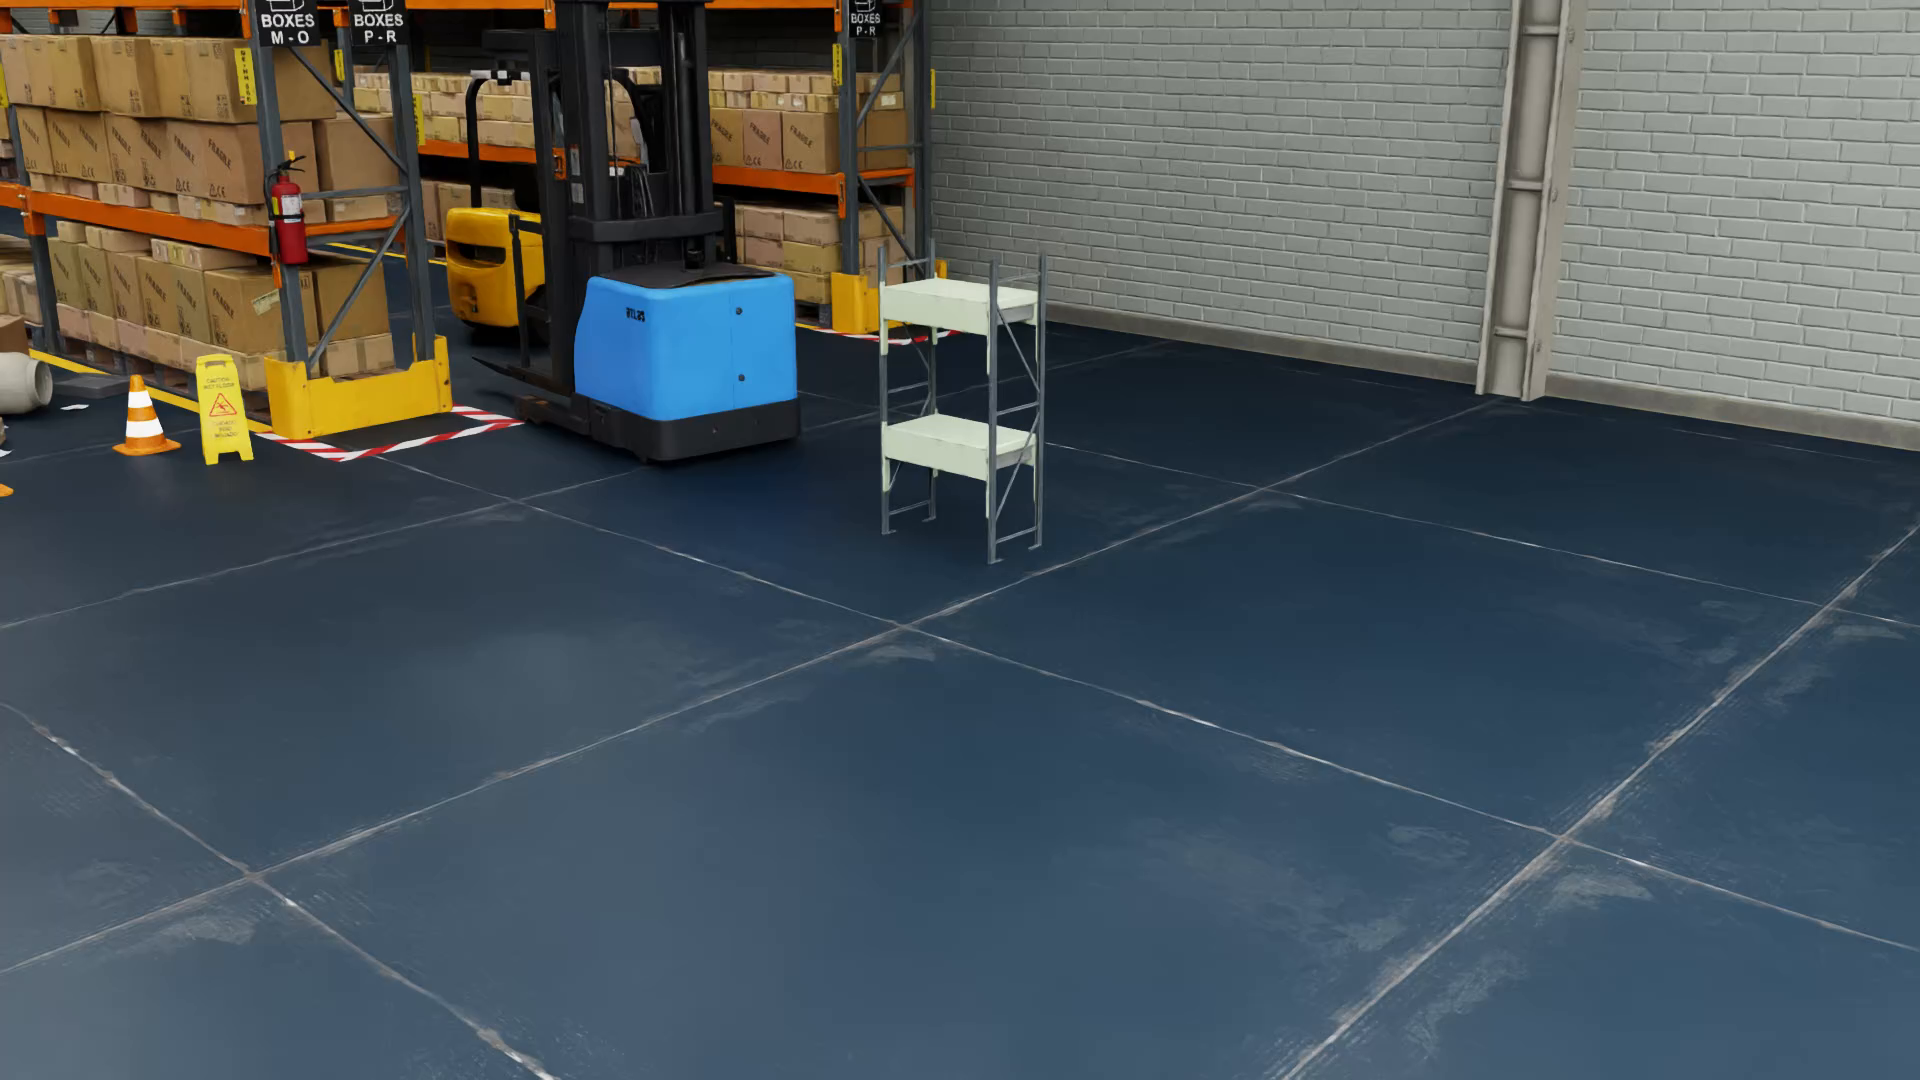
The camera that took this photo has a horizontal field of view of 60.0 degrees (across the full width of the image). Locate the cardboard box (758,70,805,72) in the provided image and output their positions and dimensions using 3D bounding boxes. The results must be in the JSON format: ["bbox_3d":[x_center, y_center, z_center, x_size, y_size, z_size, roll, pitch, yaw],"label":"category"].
[{"bbox_3d":[-1.635,-4.235,15.269,0.250,0.149,0.380,14,23,38],"label":"cardboard box"}]

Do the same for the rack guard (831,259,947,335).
[{"bbox_3d":[-0.608,-2.139,14.526,0.348,0.500,1.175,15,23,39],"label":"rack guard"}]

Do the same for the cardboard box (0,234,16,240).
[{"bbox_3d":[-9.485,-2.650,15.653,0.625,0.372,0.950,13,22,36],"label":"cardboard box"}]

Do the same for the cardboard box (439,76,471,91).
[{"bbox_3d":[-5.336,-4.881,17.795,0.250,0.149,0.380,15,23,39],"label":"cardboard box"}]

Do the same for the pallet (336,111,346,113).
[{"bbox_3d":[-7.163,-4.971,19.632,1.003,0.211,1.213,15,23,39],"label":"pallet"}]

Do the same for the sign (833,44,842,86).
[{"bbox_3d":[-0.996,-3.880,13.574,0.005,0.325,0.100,15,23,39],"label":"sign"}]

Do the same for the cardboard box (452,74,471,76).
[{"bbox_3d":[-5.435,-5.083,18.430,0.250,0.149,0.380,15,23,39],"label":"cardboard box"}]

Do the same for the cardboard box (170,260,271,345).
[{"bbox_3d":[-5.083,-1.665,11.510,0.500,0.500,0.500,16,24,41],"label":"cardboard box"}]

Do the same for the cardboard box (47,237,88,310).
[{"bbox_3d":[-6.648,-2.082,12.826,0.500,0.500,0.500,16,24,42],"label":"cardboard box"}]

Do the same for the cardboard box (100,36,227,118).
[{"bbox_3d":[-5.268,-3.113,11.153,0.500,0.500,0.700,15,23,39],"label":"cardboard box"}]

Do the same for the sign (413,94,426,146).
[{"bbox_3d":[-3.558,-2.747,10.878,0.005,0.325,0.100,15,23,39],"label":"sign"}]

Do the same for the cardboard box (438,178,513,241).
[{"bbox_3d":[-5.154,-3.617,18.282,0.625,0.625,0.875,14,22,37],"label":"cardboard box"}]

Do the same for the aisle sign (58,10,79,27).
[{"bbox_3d":[-12.839,-7.734,23.727,0.004,0.787,0.394,15,23,39],"label":"aisle sign"}]

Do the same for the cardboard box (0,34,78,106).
[{"bbox_3d":[-6.724,-3.544,12.509,0.500,0.500,0.700,15,23,39],"label":"cardboard box"}]

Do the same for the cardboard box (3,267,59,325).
[{"bbox_3d":[-7.304,-2.067,13.817,0.625,0.372,0.950,15,23,40],"label":"cardboard box"}]

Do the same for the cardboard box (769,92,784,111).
[{"bbox_3d":[-1.436,-3.809,14.418,0.250,0.149,0.380,16,23,40],"label":"cardboard box"}]

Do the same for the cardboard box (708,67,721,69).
[{"bbox_3d":[-2.402,-4.439,15.911,0.250,0.149,0.380,15,23,38],"label":"cardboard box"}]

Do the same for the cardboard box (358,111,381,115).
[{"bbox_3d":[-6.440,-4.726,18.792,0.500,0.250,0.500,15,23,39],"label":"cardboard box"}]

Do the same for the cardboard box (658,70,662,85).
[{"bbox_3d":[-2.560,-4.265,15.364,0.250,0.149,0.380,15,23,39],"label":"cardboard box"}]

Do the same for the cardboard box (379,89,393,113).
[{"bbox_3d":[-6.066,-4.863,18.399,0.500,0.250,0.500,16,24,41],"label":"cardboard box"}]

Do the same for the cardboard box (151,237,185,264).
[{"bbox_3d":[-5.391,-2.033,11.598,0.250,0.149,0.380,16,24,42],"label":"cardboard box"}]

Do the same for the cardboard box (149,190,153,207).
[{"bbox_3d":[-5.470,-2.430,11.725,0.250,0.149,0.380,15,23,39],"label":"cardboard box"}]

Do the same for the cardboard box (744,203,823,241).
[{"bbox_3d":[-1.563,-2.825,14.752,0.500,0.250,0.500,16,23,40],"label":"cardboard box"}]

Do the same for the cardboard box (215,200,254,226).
[{"bbox_3d":[-4.603,-2.145,10.826,0.250,0.149,0.380,15,23,39],"label":"cardboard box"}]

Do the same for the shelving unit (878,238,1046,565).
[{"bbox_3d":[0.005,-0.714,8.381,0.755,1.500,0.431,15,23,39],"label":"shelving unit"}]

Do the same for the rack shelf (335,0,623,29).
[{"bbox_3d":[-5.114,-5.627,17.614,4.000,0.370,1.077,15,23,39],"label":"rack shelf"}]

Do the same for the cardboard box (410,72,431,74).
[{"bbox_3d":[-6.232,-5.279,19.050,0.250,0.149,0.380,16,24,41],"label":"cardboard box"}]

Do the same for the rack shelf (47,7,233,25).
[{"bbox_3d":[-11.097,-7.233,22.676,4.000,0.370,1.077,15,23,39],"label":"rack shelf"}]

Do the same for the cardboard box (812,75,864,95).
[{"bbox_3d":[-1.034,-3.858,14.081,0.250,0.149,0.380,15,23,39],"label":"cardboard box"}]

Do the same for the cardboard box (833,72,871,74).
[{"bbox_3d":[-0.893,-4.018,14.583,0.250,0.149,0.380,16,24,41],"label":"cardboard box"}]

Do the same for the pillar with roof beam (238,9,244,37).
[{"bbox_3d":[-12.381,-7.974,18.862,0.400,9.000,9.100,15,23,39],"label":"pillar with roof beam"}]

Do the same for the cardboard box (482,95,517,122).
[{"bbox_3d":[-4.544,-4.448,17.090,0.500,0.250,0.500,14,23,38],"label":"cardboard box"}]

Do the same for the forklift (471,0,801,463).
[{"bbox_3d":[-2.331,-2.239,10.821,1.130,2.935,3.031,-14,22,-38],"label":"forklift"}]

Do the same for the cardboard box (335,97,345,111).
[{"bbox_3d":[-7.355,-5.067,19.341,0.250,0.149,0.380,16,23,40],"label":"cardboard box"}]

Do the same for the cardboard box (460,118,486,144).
[{"bbox_3d":[-4.899,-4.316,17.499,0.500,0.250,0.500,15,23,40],"label":"cardboard box"}]

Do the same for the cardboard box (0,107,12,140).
[{"bbox_3d":[-7.407,-3.445,13.158,0.500,0.500,0.500,15,23,38],"label":"cardboard box"}]

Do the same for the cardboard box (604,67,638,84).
[{"bbox_3d":[-3.309,-4.478,16.034,0.250,0.149,0.380,15,23,40],"label":"cardboard box"}]

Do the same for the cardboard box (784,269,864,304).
[{"bbox_3d":[-1.187,-2.248,14.588,0.500,0.250,0.500,15,23,40],"label":"cardboard box"}]

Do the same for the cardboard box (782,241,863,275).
[{"bbox_3d":[-1.197,-2.490,14.525,0.500,0.250,0.500,15,23,39],"label":"cardboard box"}]

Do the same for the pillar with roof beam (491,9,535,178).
[{"bbox_3d":[-7.894,-6.769,15.066,0.400,9.000,9.100,15,23,39],"label":"pillar with roof beam"}]

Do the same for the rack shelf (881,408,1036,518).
[{"bbox_3d":[0.005,-0.403,8.479,0.720,0.370,0.431,15,23,39],"label":"rack shelf"}]

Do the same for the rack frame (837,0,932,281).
[{"bbox_3d":[-0.626,-3.336,14.163,0.127,3.000,1.000,15,23,39],"label":"rack frame"}]

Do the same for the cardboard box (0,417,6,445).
[{"bbox_3d":[-6.238,-0.659,10.442,0.380,0.149,0.250,-6,18,-18],"label":"cardboard box"}]

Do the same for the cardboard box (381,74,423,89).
[{"bbox_3d":[-6.157,-5.069,18.387,0.250,0.149,0.380,16,24,41],"label":"cardboard box"}]

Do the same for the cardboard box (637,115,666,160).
[{"bbox_3d":[-2.679,-3.836,15.575,0.500,0.500,0.500,15,23,39],"label":"cardboard box"}]

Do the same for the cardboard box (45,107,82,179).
[{"bbox_3d":[-6.375,-2.957,12.315,0.500,0.500,0.500,15,23,39],"label":"cardboard box"}]

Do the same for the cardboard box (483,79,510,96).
[{"bbox_3d":[-4.658,-4.645,17.053,0.250,0.149,0.380,14,22,38],"label":"cardboard box"}]

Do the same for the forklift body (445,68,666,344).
[{"bbox_3d":[-3.255,-2.899,14.191,1.214,2.155,2.313,15,23,39],"label":"forklift body"}]

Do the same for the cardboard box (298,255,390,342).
[{"bbox_3d":[-4.356,-1.688,11.583,0.500,0.500,0.500,14,22,37],"label":"cardboard box"}]

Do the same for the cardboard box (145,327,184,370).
[{"bbox_3d":[-5.478,-1.412,11.955,0.500,0.250,0.500,14,22,37],"label":"cardboard box"}]

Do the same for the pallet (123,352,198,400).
[{"bbox_3d":[-5.467,-1.314,12.403,1.213,0.211,1.003,15,23,39],"label":"pallet"}]

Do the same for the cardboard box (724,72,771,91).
[{"bbox_3d":[-1.858,-4.041,14.658,0.250,0.149,0.380,16,23,41],"label":"cardboard box"}]

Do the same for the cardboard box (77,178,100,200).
[{"bbox_3d":[-6.283,-2.616,12.313,0.250,0.149,0.380,16,24,41],"label":"cardboard box"}]

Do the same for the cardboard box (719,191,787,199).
[{"bbox_3d":[-1.981,-3.148,15.770,0.500,0.250,0.500,14,23,38],"label":"cardboard box"}]

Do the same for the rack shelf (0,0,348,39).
[{"bbox_3d":[-5.414,-3.700,11.543,4.000,0.370,1.077,15,23,39],"label":"rack shelf"}]

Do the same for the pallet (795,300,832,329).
[{"bbox_3d":[-1.226,-2.151,15.039,1.213,0.211,1.003,15,23,39],"label":"pallet"}]

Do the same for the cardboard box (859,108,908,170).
[{"bbox_3d":[-0.812,-3.546,14.660,0.500,0.500,0.500,16,24,41],"label":"cardboard box"}]

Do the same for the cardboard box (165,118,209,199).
[{"bbox_3d":[-4.878,-2.549,11.029,0.500,0.500,0.500,15,23,39],"label":"cardboard box"}]
